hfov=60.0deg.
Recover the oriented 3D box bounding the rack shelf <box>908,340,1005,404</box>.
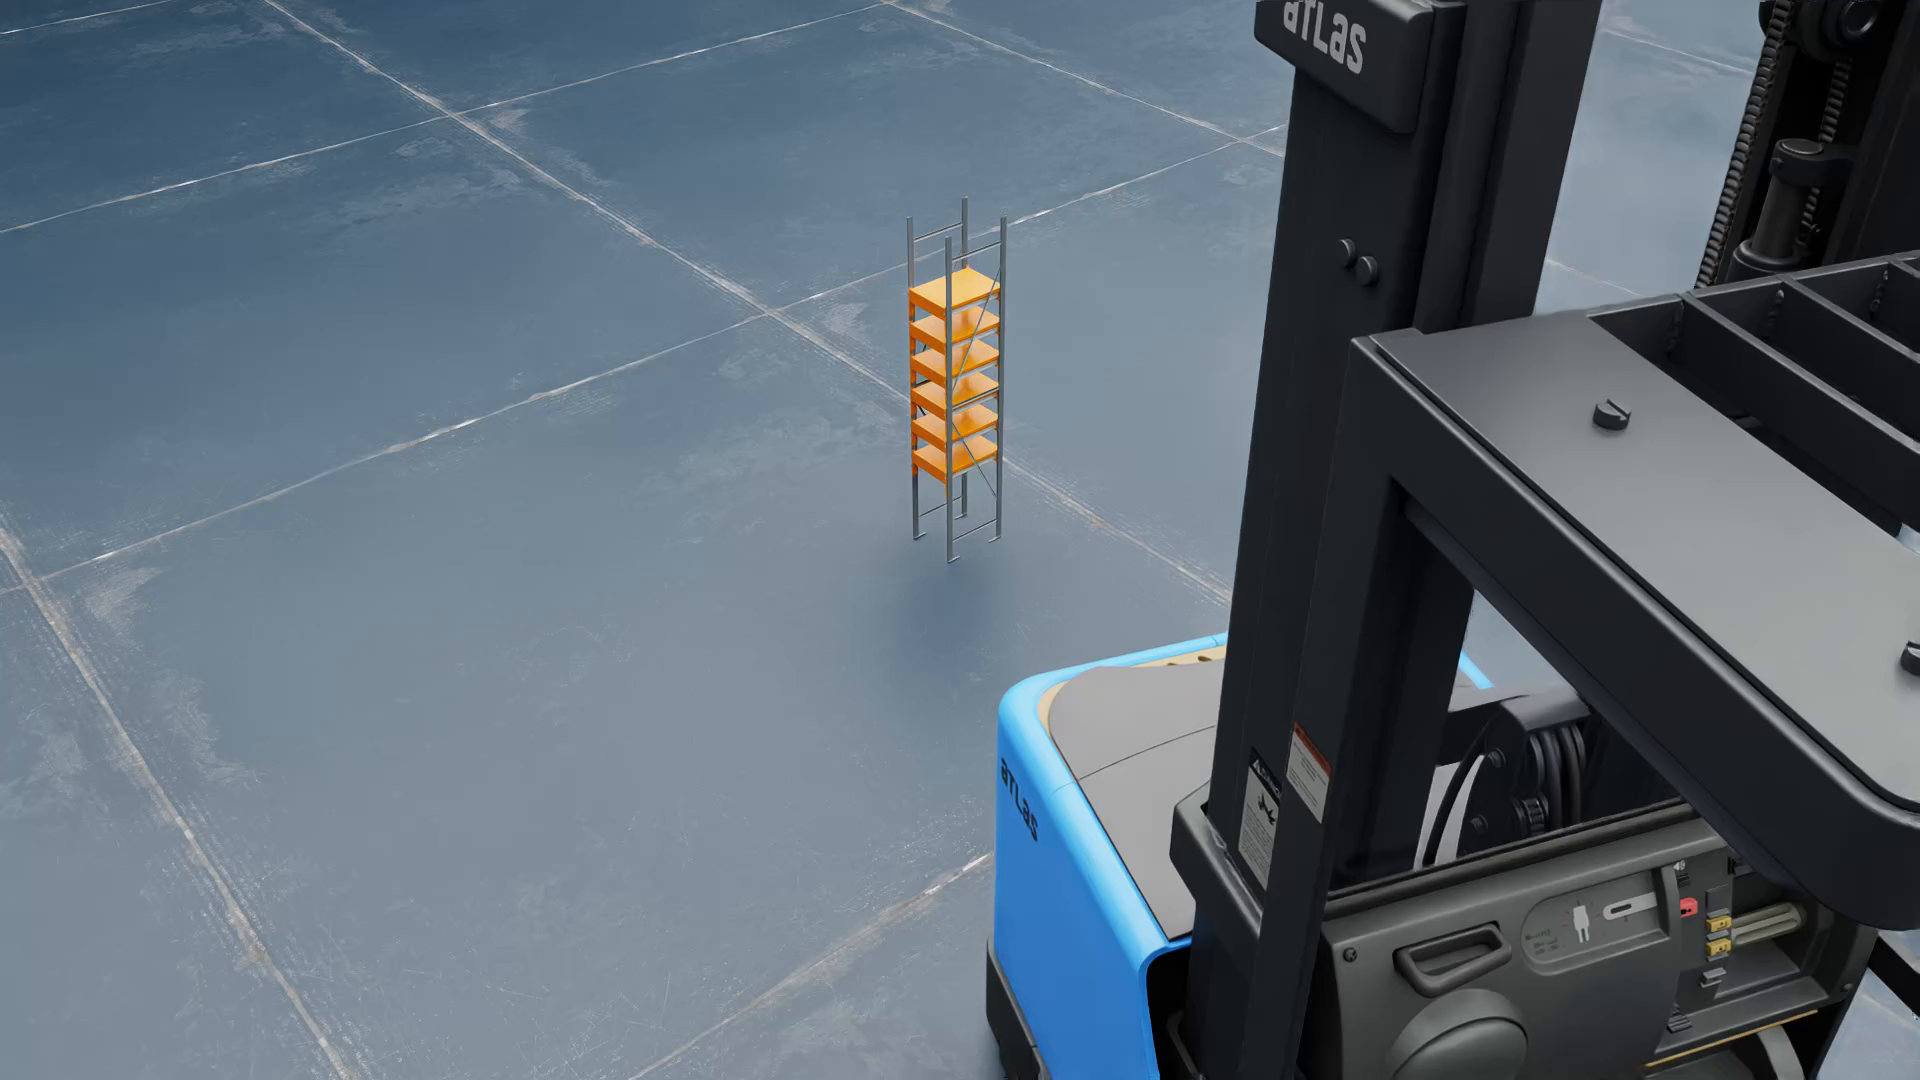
[{"bbox_3d":[-0.009,-0.558,5.369,0.258,0.103,0.180,-26,43,-32],"label":"rack shelf"}]

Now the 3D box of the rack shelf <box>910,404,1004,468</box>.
[{"bbox_3d":[-0.009,-0.362,5.507,0.258,0.103,0.180,-26,43,-32],"label":"rack shelf"}]

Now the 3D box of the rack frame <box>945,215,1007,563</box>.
[{"bbox_3d":[0.050,-0.456,5.355,0.240,1.200,0.006,-26,43,-32],"label":"rack frame"}]

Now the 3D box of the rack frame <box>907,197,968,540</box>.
[{"bbox_3d":[-0.068,-0.536,5.469,0.240,1.200,0.006,-26,43,-32],"label":"rack frame"}]

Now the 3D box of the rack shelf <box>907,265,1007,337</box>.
[{"bbox_3d":[-0.009,-0.754,5.230,0.258,0.103,0.180,-26,43,-32],"label":"rack shelf"}]

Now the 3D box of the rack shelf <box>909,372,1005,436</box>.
[{"bbox_3d":[-0.009,-0.460,5.438,0.258,0.103,0.180,-26,43,-32],"label":"rack shelf"}]

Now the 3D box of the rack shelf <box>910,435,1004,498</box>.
[{"bbox_3d":[-0.009,-0.264,5.577,0.258,0.103,0.180,-26,43,-32],"label":"rack shelf"}]

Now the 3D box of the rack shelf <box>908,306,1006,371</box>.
[{"bbox_3d":[-0.009,-0.656,5.299,0.258,0.103,0.180,-26,43,-32],"label":"rack shelf"}]

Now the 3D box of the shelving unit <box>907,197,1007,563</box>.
[{"bbox_3d":[-0.009,-0.496,5.412,0.258,1.200,0.189,-26,43,-32],"label":"shelving unit"}]

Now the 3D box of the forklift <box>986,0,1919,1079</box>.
[{"bbox_3d":[1.021,0.692,2.237,1.130,2.935,3.031,-11,37,-15],"label":"forklift"}]
